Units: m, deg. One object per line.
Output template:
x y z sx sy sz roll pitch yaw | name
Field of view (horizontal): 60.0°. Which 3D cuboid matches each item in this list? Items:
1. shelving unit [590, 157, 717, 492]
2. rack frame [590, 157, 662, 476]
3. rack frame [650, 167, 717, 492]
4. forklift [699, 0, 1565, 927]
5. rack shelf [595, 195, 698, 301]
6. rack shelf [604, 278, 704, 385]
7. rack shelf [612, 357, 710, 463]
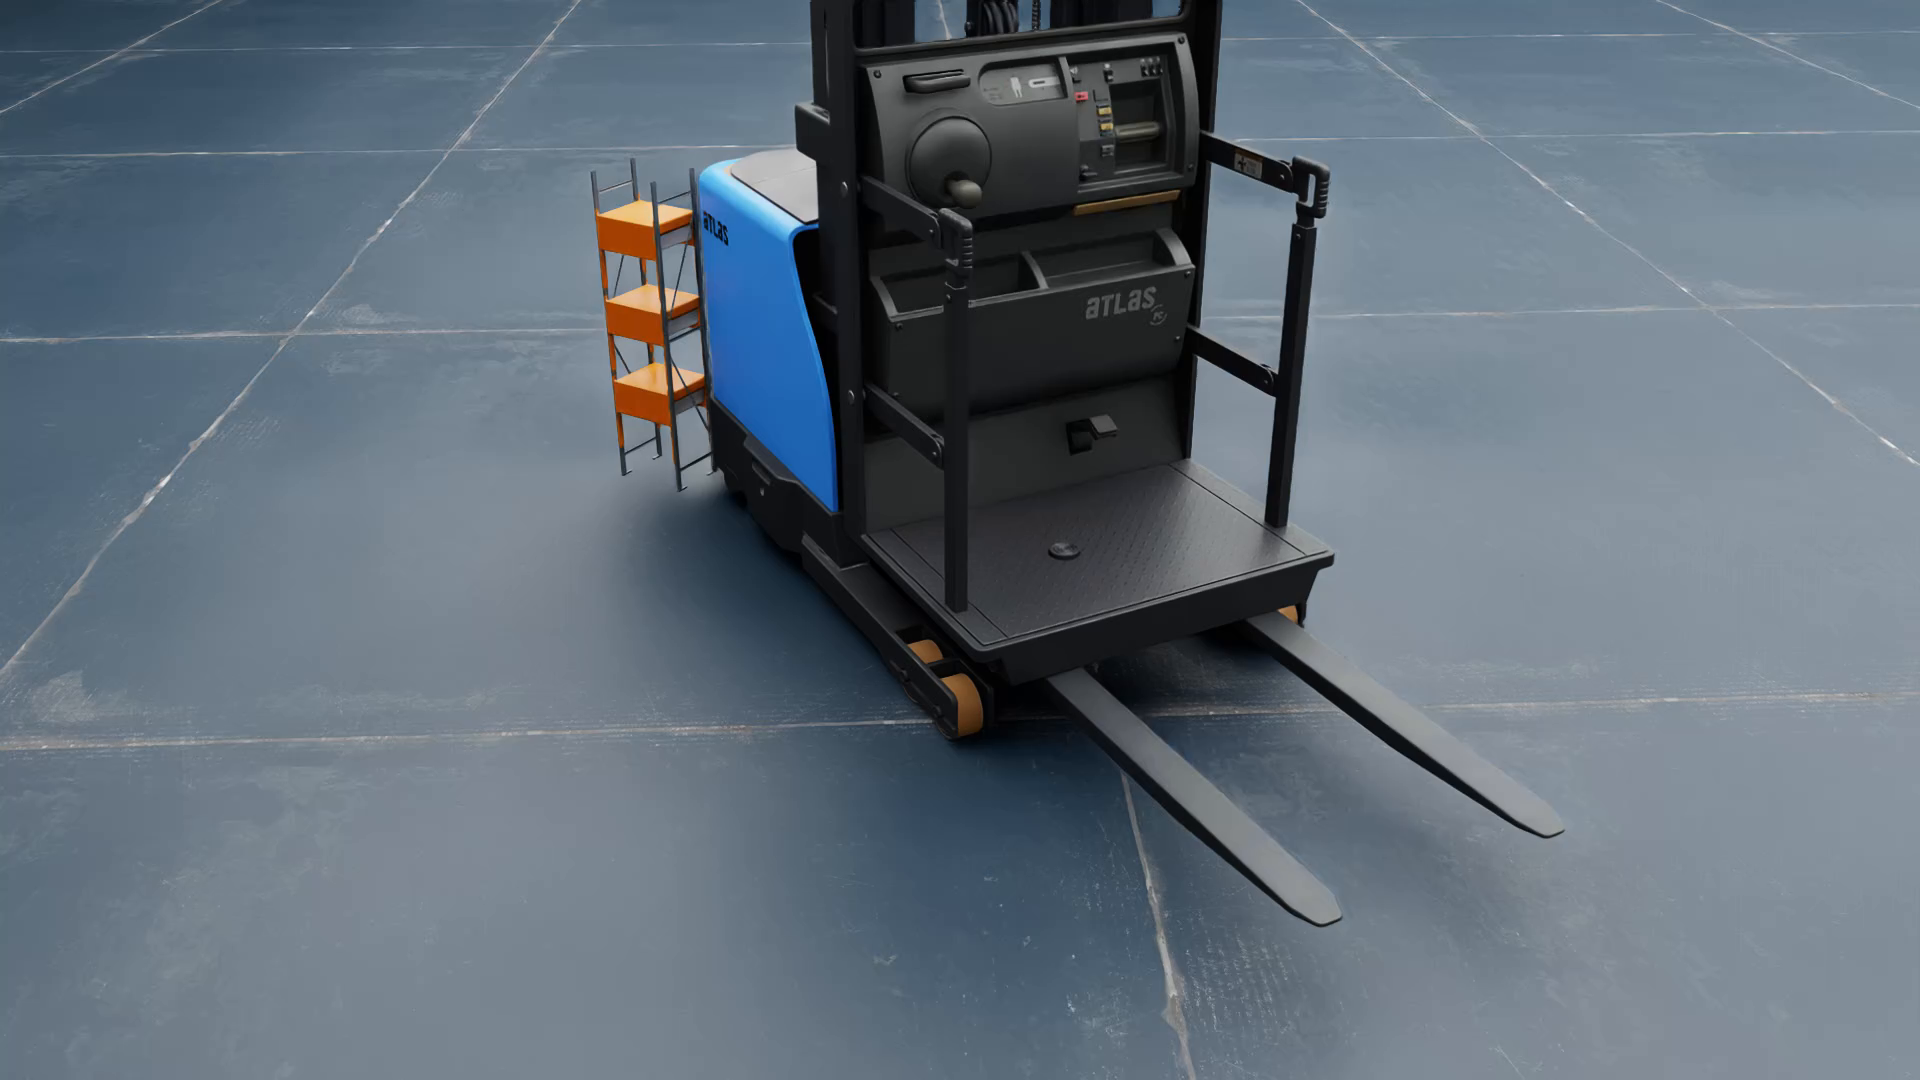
-0.994 -0.694 5.446 0.252 1.050 0.215 16 32 28 | shelving unit
-1.097 -0.724 5.503 0.008 1.050 0.200 16 32 28 | rack frame
-0.890 -0.665 5.389 0.008 1.050 0.200 16 32 28 | rack frame
0.303 -1.026 4.049 1.130 2.935 3.031 -14 31 -24 | forklift
-0.994 -0.936 5.320 0.240 0.259 0.215 16 32 28 | rack shelf
-0.994 -0.685 5.451 0.240 0.259 0.215 16 32 28 | rack shelf
-0.994 -0.438 5.579 0.240 0.259 0.215 16 32 28 | rack shelf
